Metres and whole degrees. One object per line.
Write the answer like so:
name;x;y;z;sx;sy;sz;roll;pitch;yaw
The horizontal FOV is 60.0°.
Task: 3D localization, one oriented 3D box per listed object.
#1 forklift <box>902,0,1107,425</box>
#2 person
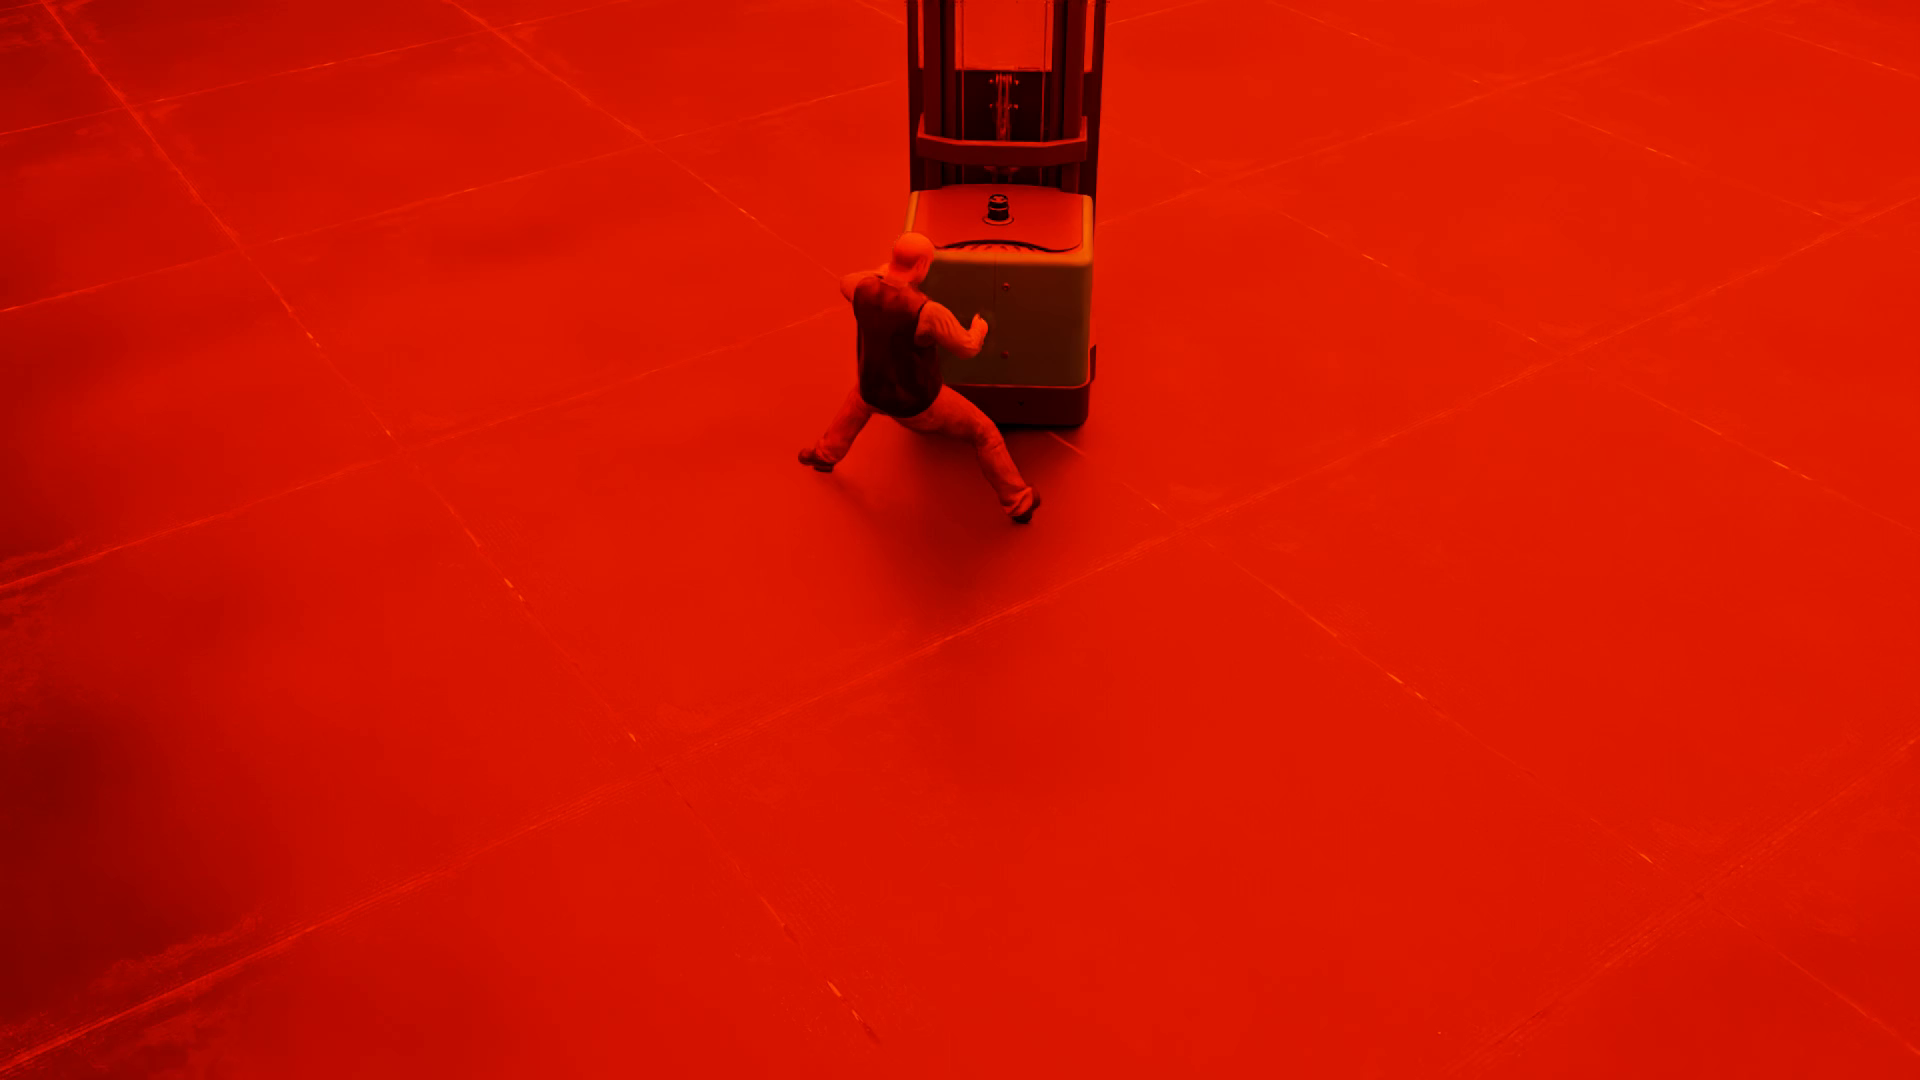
forklift;0.266;-2.663;9.546;1.130;2.935;3.031;2;37;3
person;-0.225;-0.884;8.337;1.291;1.504;0.725;26;44;31
